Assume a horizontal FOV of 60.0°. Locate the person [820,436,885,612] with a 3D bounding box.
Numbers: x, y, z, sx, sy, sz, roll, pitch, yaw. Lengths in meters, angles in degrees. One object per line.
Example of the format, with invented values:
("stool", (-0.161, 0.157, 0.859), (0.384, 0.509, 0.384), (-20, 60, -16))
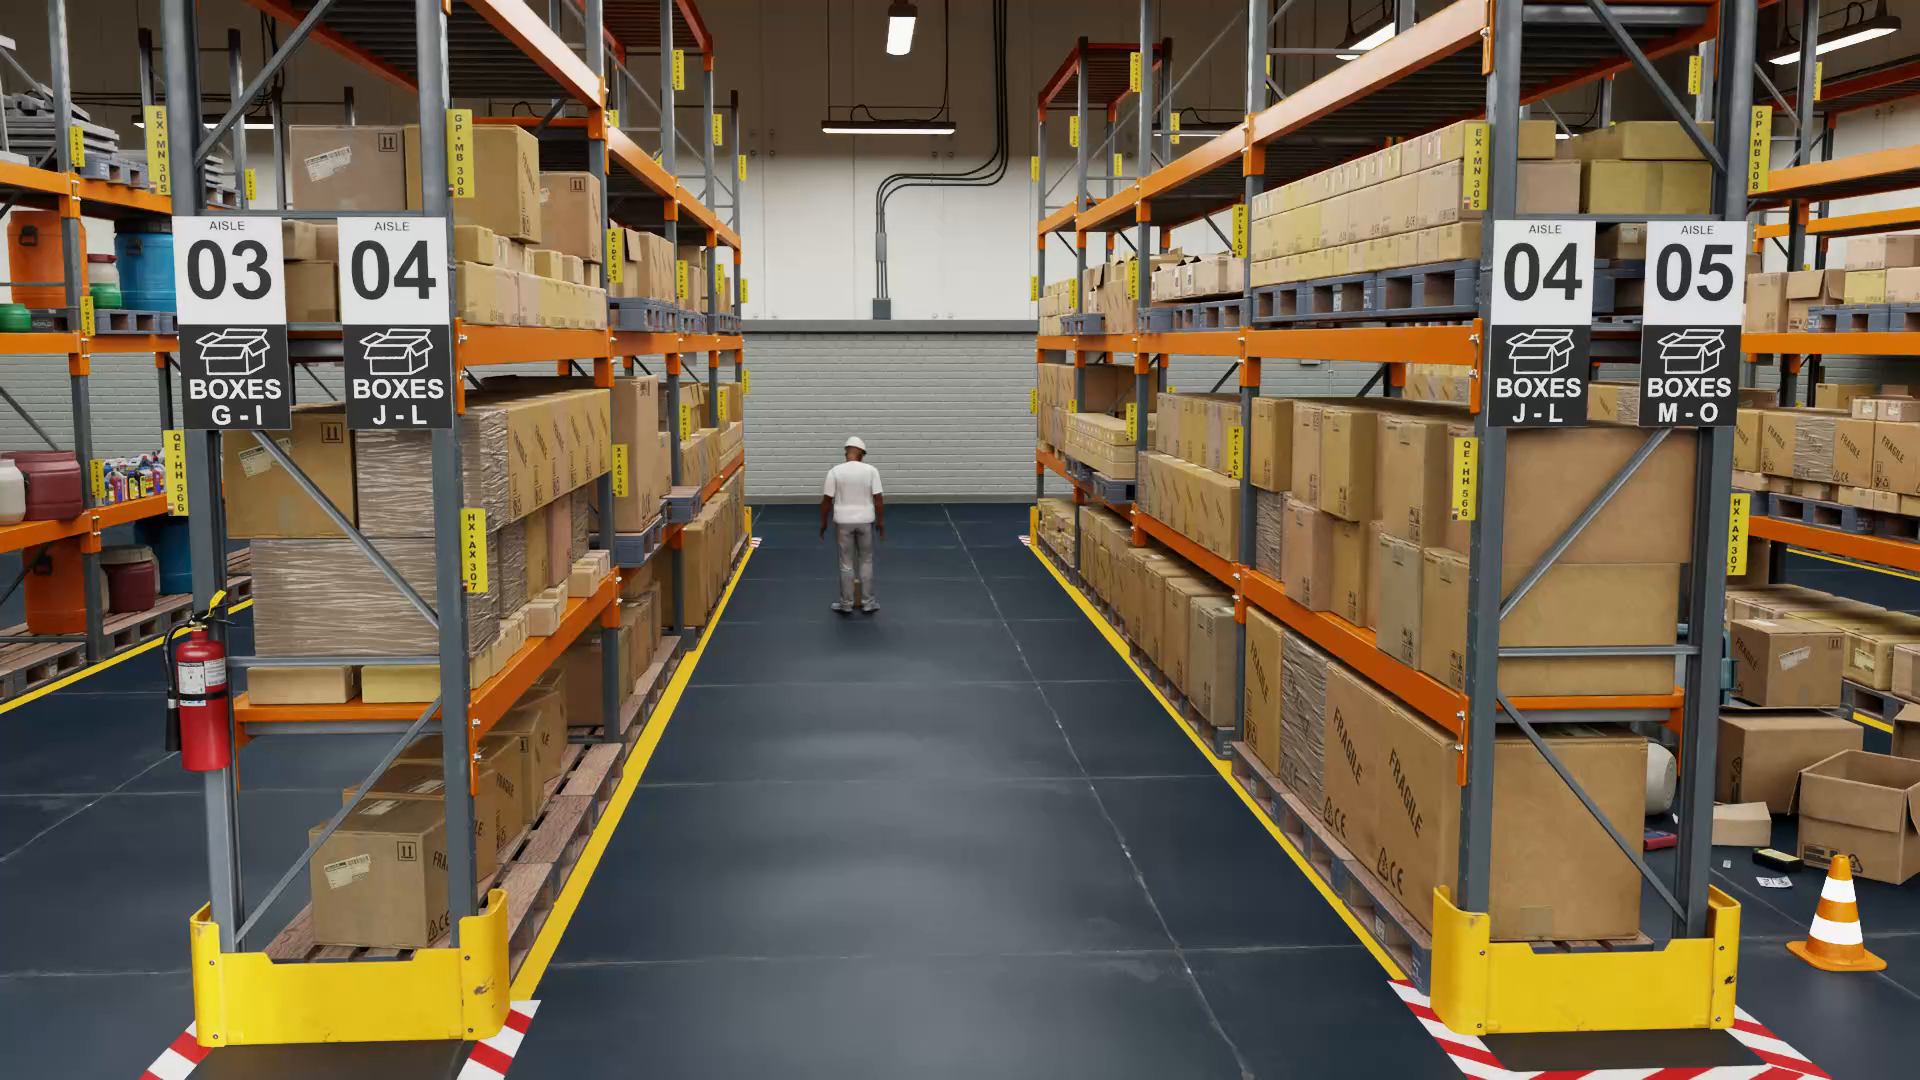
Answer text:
("person", (-1.091, -0.159, 16.828), (0.650, 1.772, 0.379), (-1, 7, -10))
